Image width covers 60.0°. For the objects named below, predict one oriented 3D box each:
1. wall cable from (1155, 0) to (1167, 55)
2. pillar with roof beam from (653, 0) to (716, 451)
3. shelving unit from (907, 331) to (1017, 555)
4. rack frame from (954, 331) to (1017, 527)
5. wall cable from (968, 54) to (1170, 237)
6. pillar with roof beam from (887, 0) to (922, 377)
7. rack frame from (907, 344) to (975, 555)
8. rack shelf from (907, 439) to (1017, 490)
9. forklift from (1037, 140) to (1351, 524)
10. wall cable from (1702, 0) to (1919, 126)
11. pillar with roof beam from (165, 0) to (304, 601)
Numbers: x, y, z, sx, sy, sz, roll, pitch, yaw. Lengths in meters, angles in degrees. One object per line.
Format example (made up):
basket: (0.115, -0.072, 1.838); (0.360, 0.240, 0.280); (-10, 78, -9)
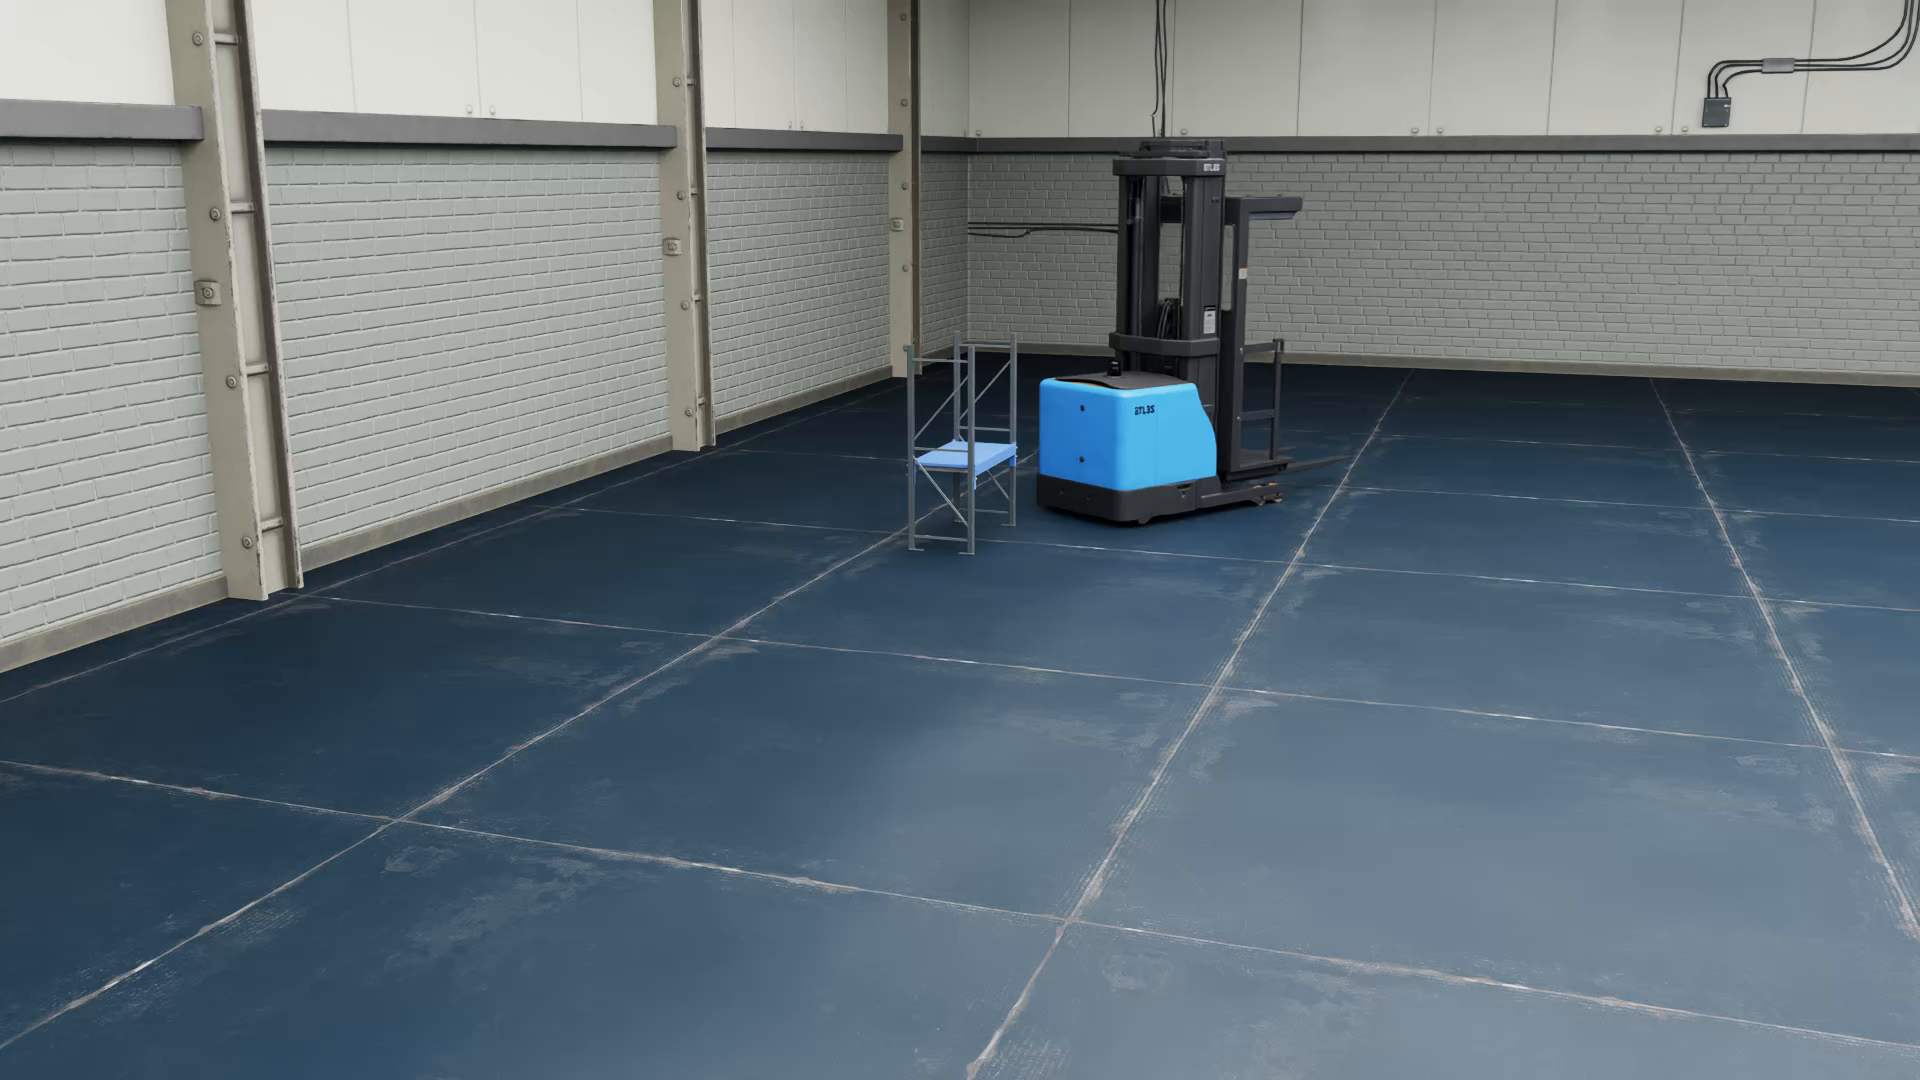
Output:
wall cable: (4.051, -7.852, 22.296); (3.097, 2.526, 0.112); (4, 14, 18)
pillar with roof beam: (1.419, -5.000, 14.172); (9.100, 9.000, 0.400); (4, 14, 18)
shelving unit: (0.028, -0.749, 12.400); (0.538, 1.500, 1.048); (4, 14, 18)
rack frame: (0.192, -0.856, 12.869); (0.500, 1.500, 0.032); (4, 14, 18)
wall cable: (1.491, -5.585, 23.711); (3.097, 2.526, 0.112); (4, 14, 18)
pillar with roof beam: (3.360, -6.263, 19.707); (9.100, 9.000, 0.400); (4, 14, 18)
rack frame: (-0.137, -0.642, 11.931); (0.500, 1.500, 0.032); (4, 14, 18)
rack shelf: (0.028, -0.574, 12.440); (0.538, 0.185, 1.000); (4, 14, 18)
forklift: (2.085, -1.795, 13.766); (3.031, 2.935, 1.130); (-10, 16, -38)
wall cable: (10.469, -8.070, 19.978); (2.305, 6.003, 0.169); (4, 14, 18)
pillar with roof beam: (-0.523, -3.737, 8.637); (9.100, 9.000, 0.400); (4, 14, 18)
